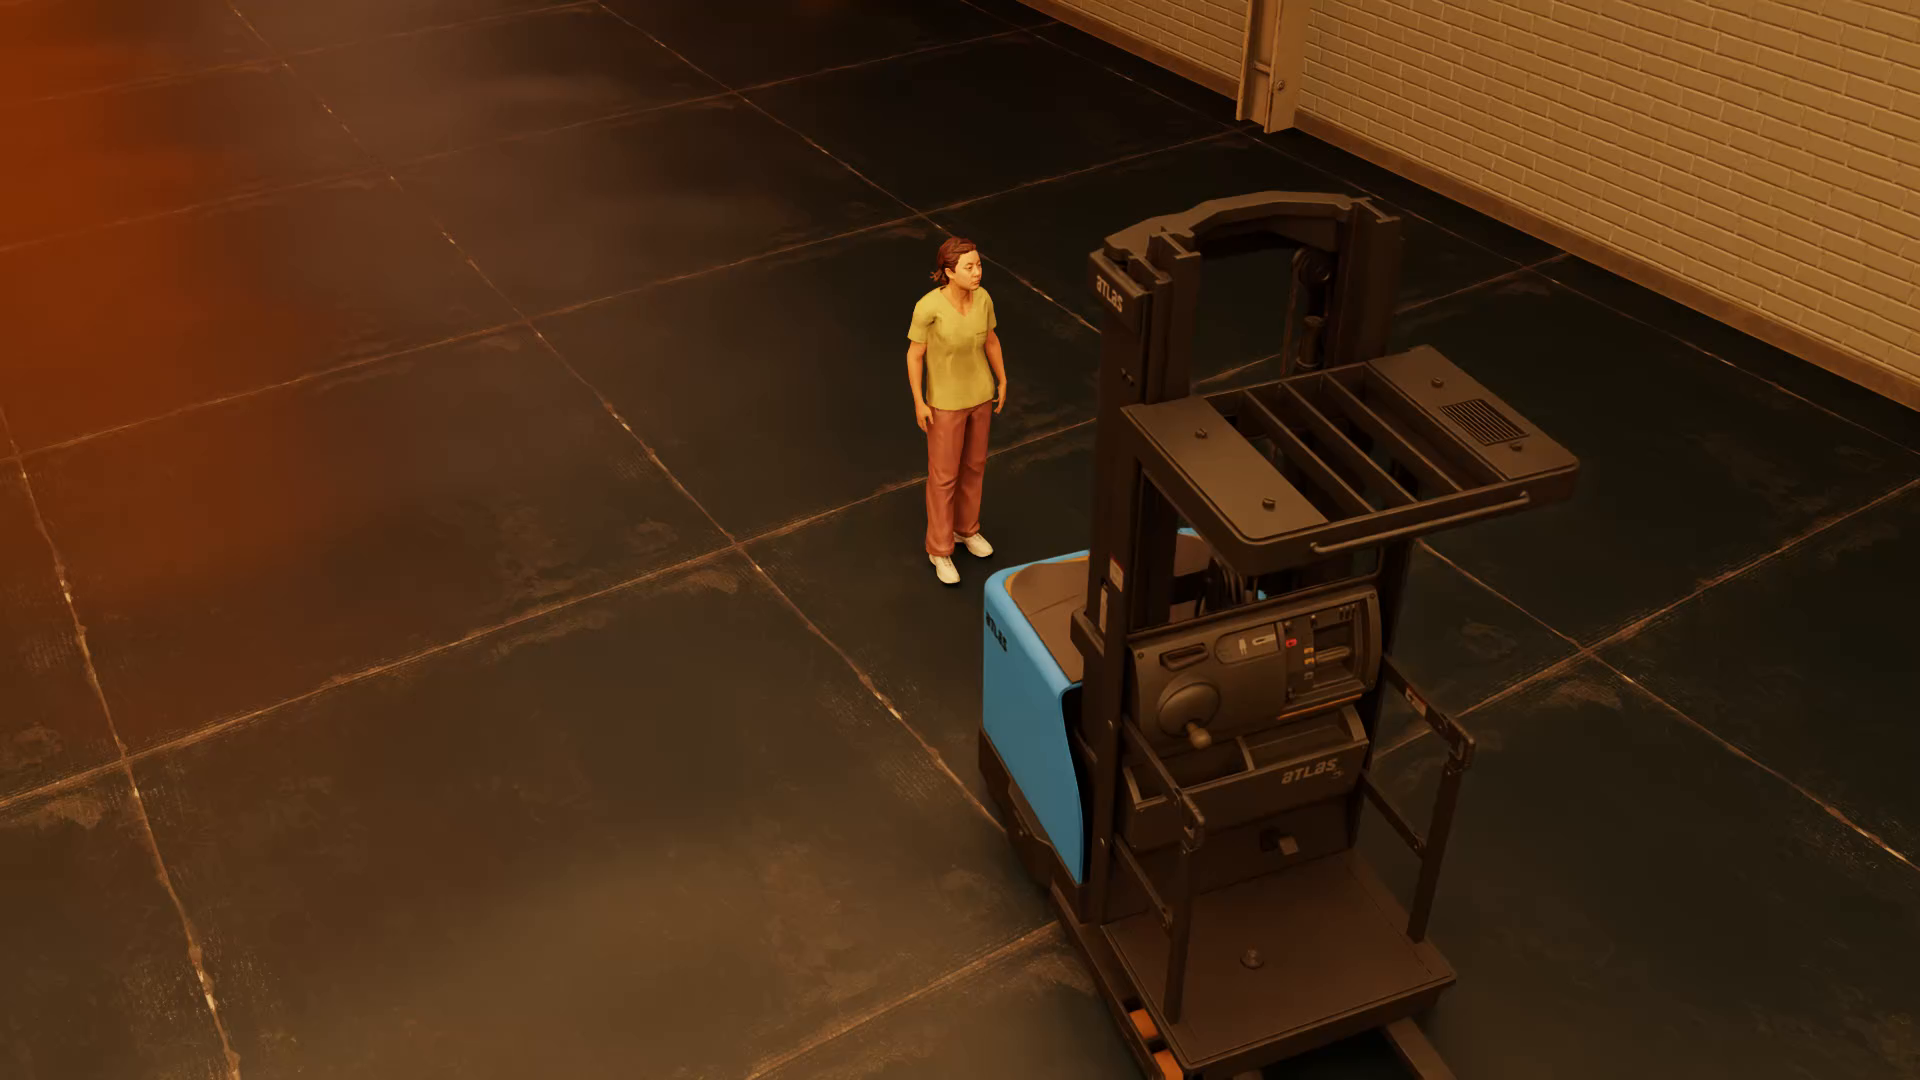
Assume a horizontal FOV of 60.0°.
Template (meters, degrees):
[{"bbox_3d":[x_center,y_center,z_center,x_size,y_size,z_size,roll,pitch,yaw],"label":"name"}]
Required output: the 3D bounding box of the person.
[{"bbox_3d":[0.031,-0.652,8.156,0.555,1.675,0.549,-21,40,-27],"label":"person"}]

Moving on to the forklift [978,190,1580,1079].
[{"bbox_3d":[1.089,0.497,5.440,1.130,2.935,3.031,-13,37,-17],"label":"forklift"}]
